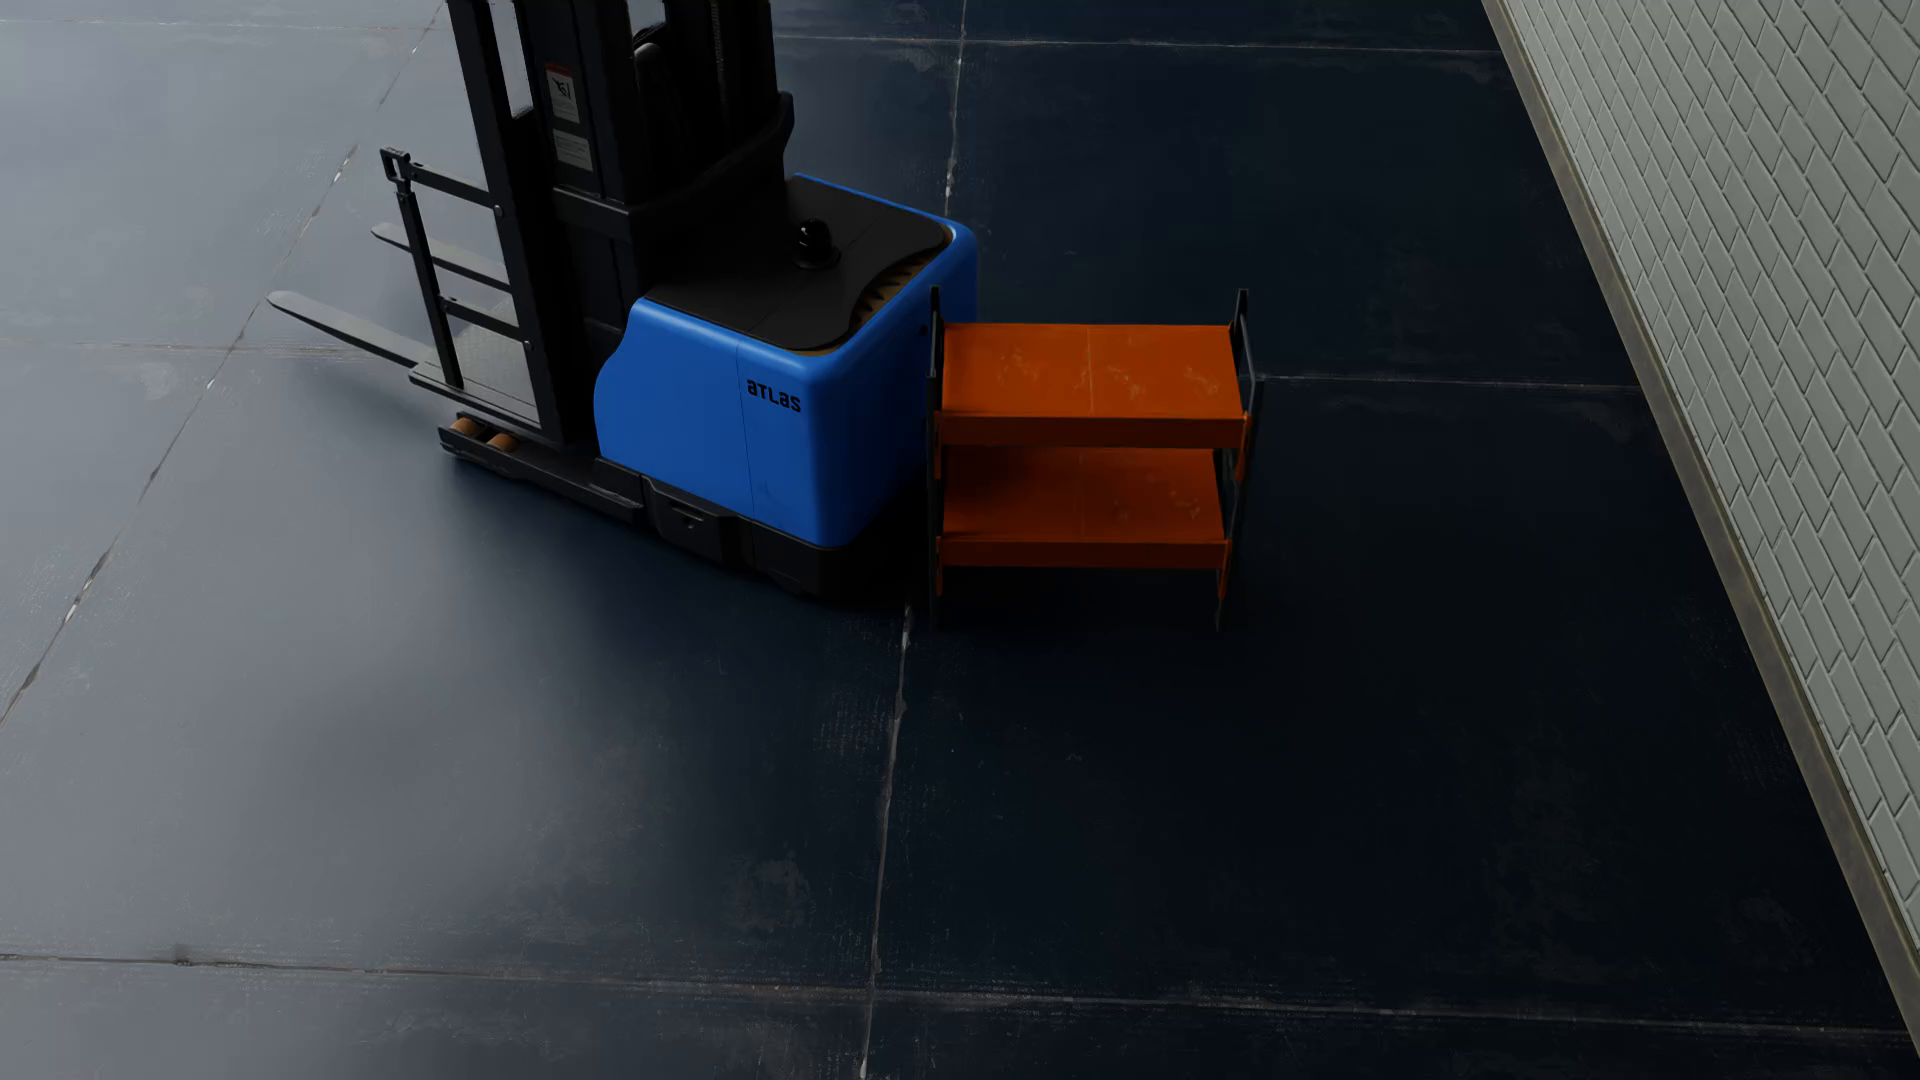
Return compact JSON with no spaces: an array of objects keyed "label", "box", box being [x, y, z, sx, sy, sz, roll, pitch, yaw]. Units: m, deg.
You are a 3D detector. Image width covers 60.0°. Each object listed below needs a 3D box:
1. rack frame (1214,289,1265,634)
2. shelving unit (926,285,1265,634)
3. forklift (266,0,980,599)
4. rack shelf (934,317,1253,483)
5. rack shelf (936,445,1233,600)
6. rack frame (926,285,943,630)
[{"label":"rack frame","box":[0.931,-0.248,5.691,0.032,1.125,0.500,1,43,1]},{"label":"shelving unit","box":[0.423,-0.255,5.698,1.048,1.125,0.538,1,43,1]},{"label":"forklift","box":[-1.456,-1.610,5.828,3.031,2.935,1.130,22,47,22]},{"label":"rack shelf","box":[0.423,-0.469,5.499,1.000,0.278,0.538,1,43,1]},{"label":"rack shelf","box":[0.423,-0.076,5.865,1.000,0.278,0.538,1,43,1]},{"label":"rack frame","box":[-0.086,-0.261,5.705,0.032,1.125,0.500,1,43,1]}]
